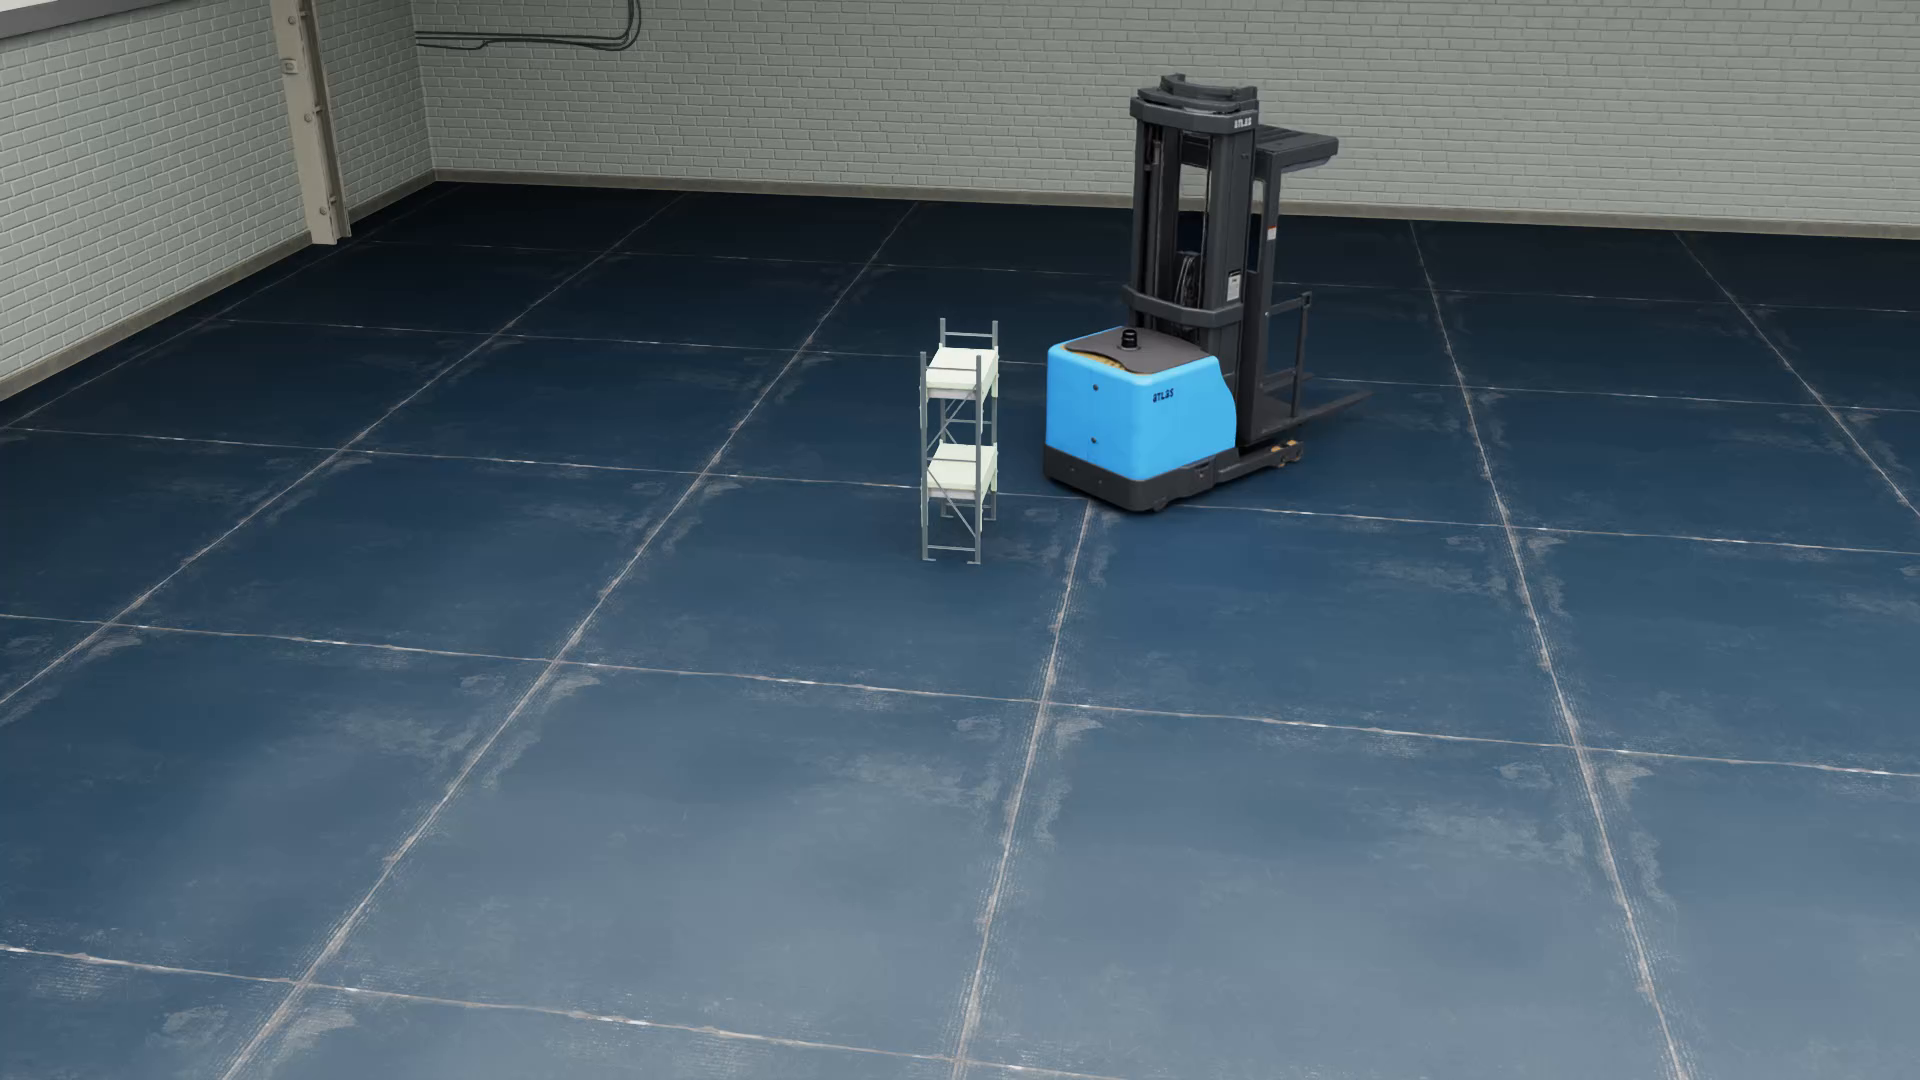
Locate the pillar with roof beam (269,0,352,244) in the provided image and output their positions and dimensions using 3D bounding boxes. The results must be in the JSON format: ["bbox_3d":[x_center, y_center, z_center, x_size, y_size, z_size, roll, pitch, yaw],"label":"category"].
[{"bbox_3d":[-2.993,-7.238,16.597,9.100,9.000,0.400,4,25,9],"label":"pillar with roof beam"}]

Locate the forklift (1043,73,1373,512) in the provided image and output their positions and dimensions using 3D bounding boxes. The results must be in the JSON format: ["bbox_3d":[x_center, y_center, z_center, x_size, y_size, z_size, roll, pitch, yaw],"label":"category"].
[{"bbox_3d":[2.079,-2.039,12.649,3.031,2.935,1.130,-20,32,-36],"label":"forklift"}]

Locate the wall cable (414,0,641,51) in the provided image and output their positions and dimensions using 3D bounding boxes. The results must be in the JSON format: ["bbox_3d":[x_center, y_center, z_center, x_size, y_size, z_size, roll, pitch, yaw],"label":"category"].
[{"bbox_3d":[-5.455,-7.270,20.329,3.097,2.526,0.112,4,25,9],"label":"wall cable"}]

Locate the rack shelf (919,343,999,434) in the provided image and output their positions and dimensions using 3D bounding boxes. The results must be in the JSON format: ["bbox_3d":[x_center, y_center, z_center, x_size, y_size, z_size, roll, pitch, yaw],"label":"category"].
[{"bbox_3d":[0.001,-1.036,11.273,0.431,0.370,0.720,4,25,9],"label":"rack shelf"}]

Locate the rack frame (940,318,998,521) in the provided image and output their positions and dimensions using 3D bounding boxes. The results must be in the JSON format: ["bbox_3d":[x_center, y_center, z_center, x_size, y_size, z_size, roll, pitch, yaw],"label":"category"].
[{"bbox_3d":[0.061,-0.835,11.765,0.400,1.500,0.023,4,25,9],"label":"rack frame"}]

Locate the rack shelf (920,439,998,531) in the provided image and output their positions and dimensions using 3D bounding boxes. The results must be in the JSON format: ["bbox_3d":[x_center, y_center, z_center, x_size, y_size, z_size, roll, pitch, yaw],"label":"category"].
[{"bbox_3d":[0.001,-0.387,11.576,0.431,0.370,0.720,4,25,9],"label":"rack shelf"}]

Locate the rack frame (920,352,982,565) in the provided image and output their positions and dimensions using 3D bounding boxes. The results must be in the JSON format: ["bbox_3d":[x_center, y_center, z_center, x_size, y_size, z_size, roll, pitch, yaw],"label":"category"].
[{"bbox_3d":[-0.059,-0.529,11.111,0.400,1.500,0.023,4,25,9],"label":"rack frame"}]

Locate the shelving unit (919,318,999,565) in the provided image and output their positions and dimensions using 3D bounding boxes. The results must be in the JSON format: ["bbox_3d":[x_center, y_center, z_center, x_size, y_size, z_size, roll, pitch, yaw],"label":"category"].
[{"bbox_3d":[0.001,-0.682,11.438,0.431,1.500,0.755,4,25,9],"label":"shelving unit"}]
